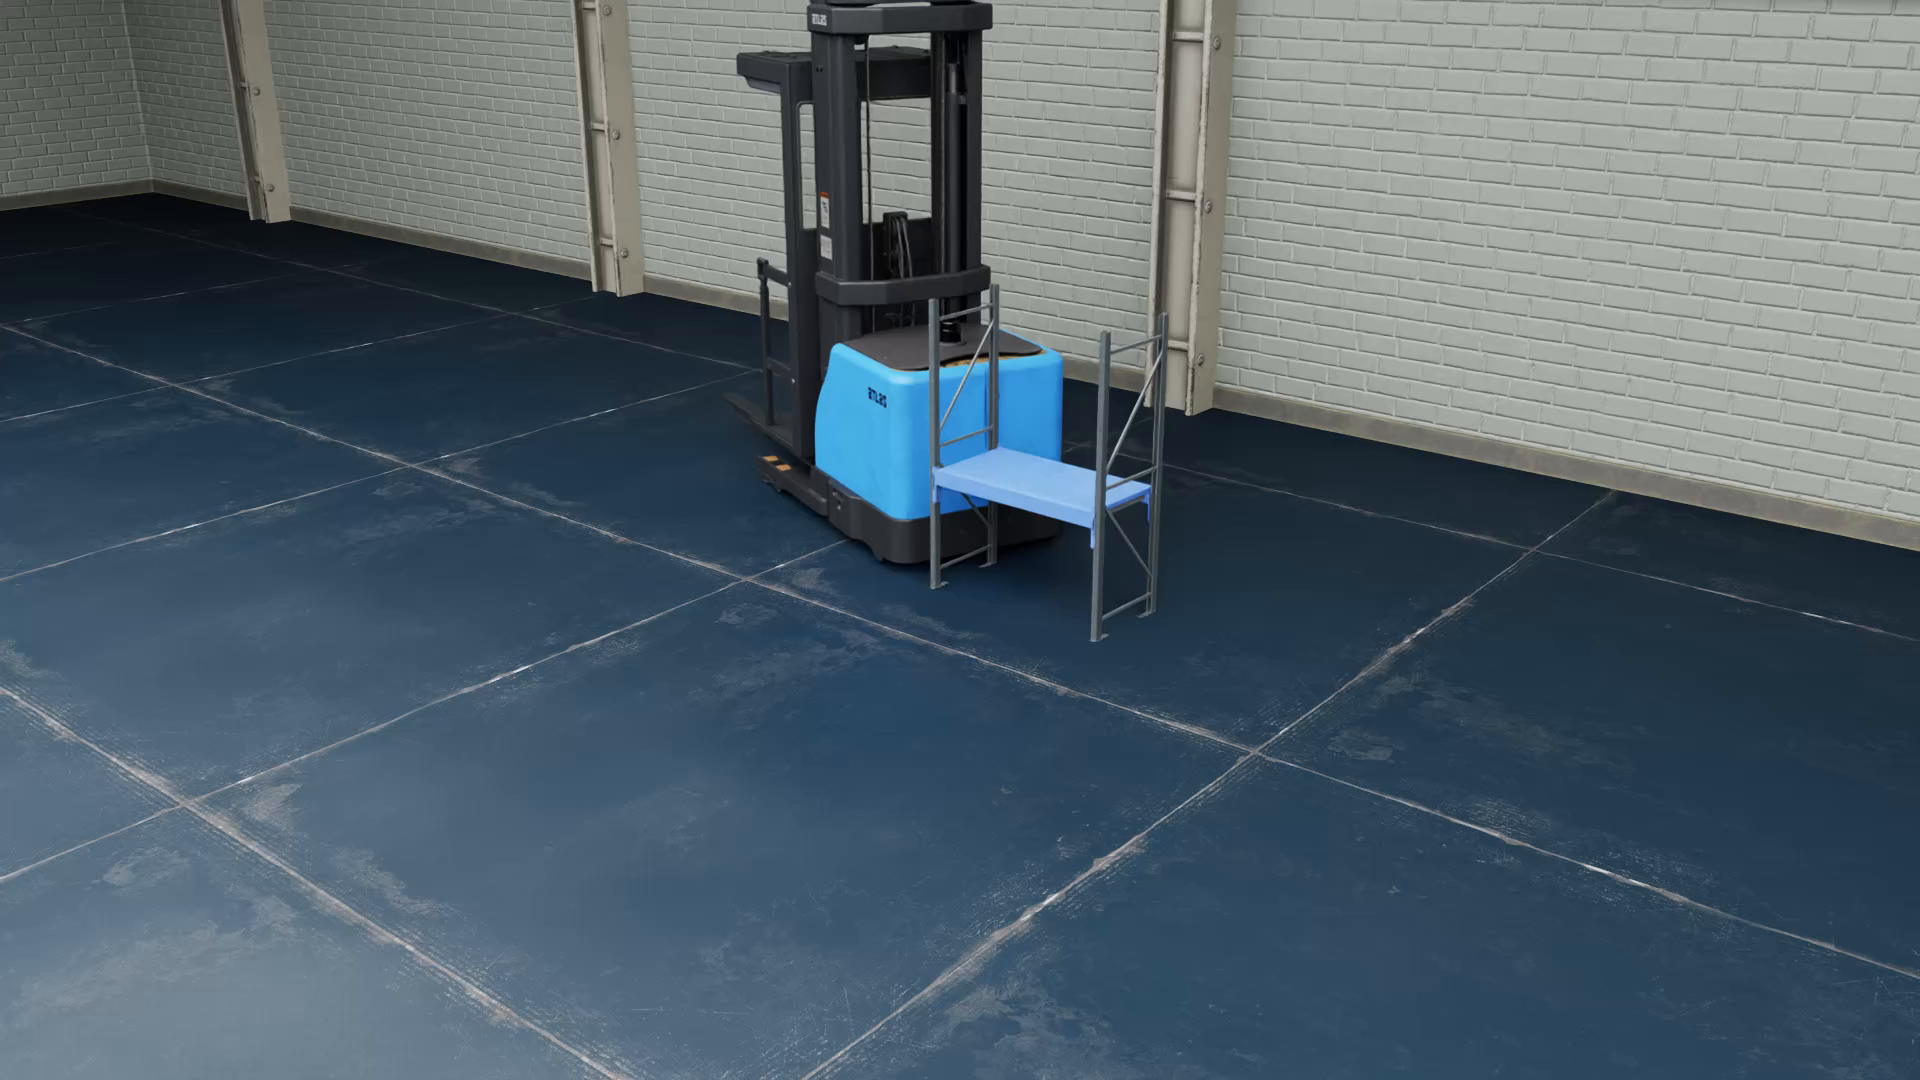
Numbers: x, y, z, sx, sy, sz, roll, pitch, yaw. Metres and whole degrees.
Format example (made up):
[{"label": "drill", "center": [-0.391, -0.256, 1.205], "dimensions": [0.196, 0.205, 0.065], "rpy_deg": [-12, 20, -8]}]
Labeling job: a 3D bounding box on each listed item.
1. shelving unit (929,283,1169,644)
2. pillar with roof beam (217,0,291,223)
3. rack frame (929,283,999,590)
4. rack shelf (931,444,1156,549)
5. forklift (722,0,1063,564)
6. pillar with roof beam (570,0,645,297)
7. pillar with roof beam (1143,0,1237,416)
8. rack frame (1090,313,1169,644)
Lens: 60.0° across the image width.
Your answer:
[{"label": "shelving unit", "center": [0.408, -0.398, 8.097], "dimensions": [1.048, 1.500, 0.538], "rpy_deg": [17, 26, 38]}, {"label": "pillar with roof beam", "center": [-10.485, -6.649, 14.048], "dimensions": [0.400, 9.000, 9.100], "rpy_deg": [16, 26, 36]}, {"label": "rack frame", "center": [0.023, -0.515, 8.408], "dimensions": [0.032, 1.500, 0.500], "rpy_deg": [17, 26, 38]}, {"label": "rack shelf", "center": [0.408, -0.229, 8.161], "dimensions": [1.000, 0.185, 0.538], "rpy_deg": [17, 26, 38]}, {"label": "forklift", "center": [-0.579, -1.724, 9.587], "dimensions": [1.130, 2.935, 3.031], "rpy_deg": [-11, 23, -26]}, {"label": "pillar with roof beam", "center": [-5.837, -5.311, 10.498], "dimensions": [0.400, 9.000, 9.100], "rpy_deg": [16, 26, 36]}, {"label": "pillar with roof beam", "center": [-1.188, -3.972, 6.948], "dimensions": [0.400, 9.000, 9.100], "rpy_deg": [16, 26, 36]}, {"label": "rack frame", "center": [0.793, -0.281, 7.787], "dimensions": [0.032, 1.500, 0.500], "rpy_deg": [17, 26, 38]}]
